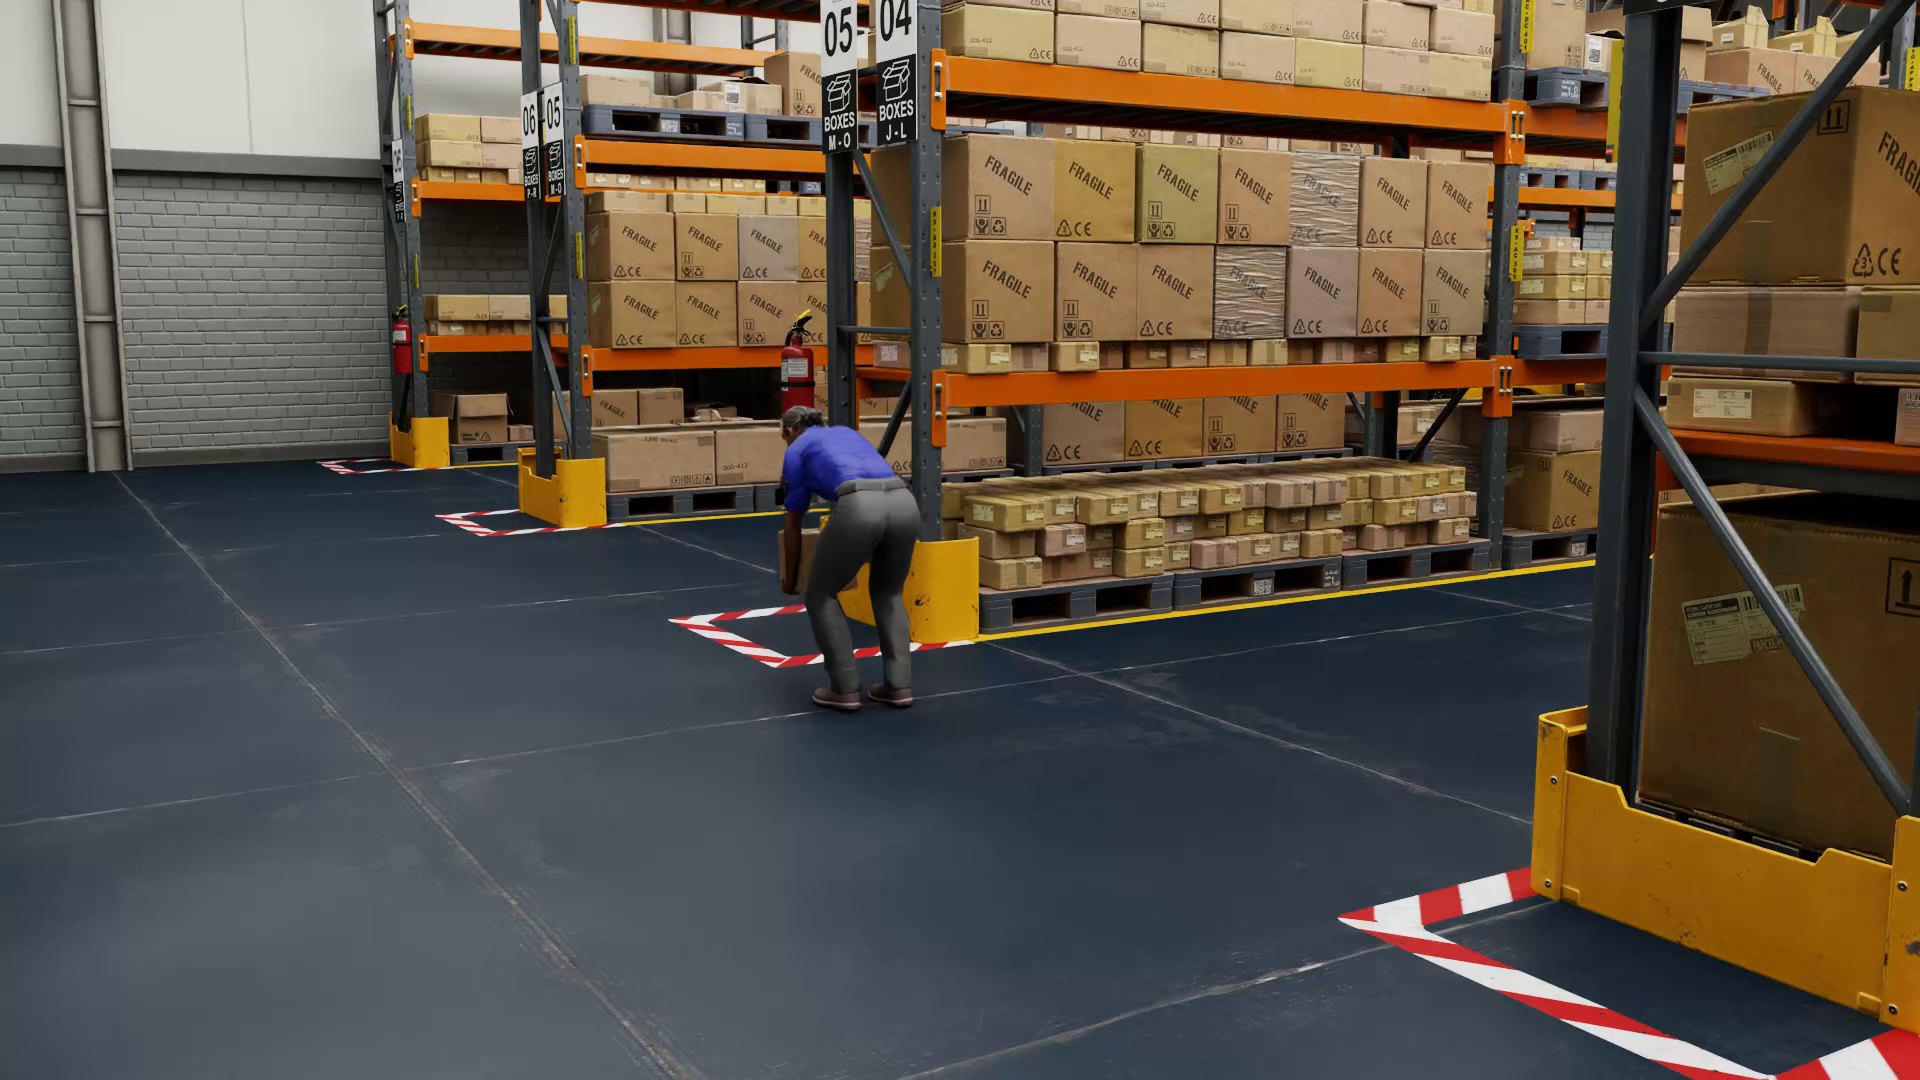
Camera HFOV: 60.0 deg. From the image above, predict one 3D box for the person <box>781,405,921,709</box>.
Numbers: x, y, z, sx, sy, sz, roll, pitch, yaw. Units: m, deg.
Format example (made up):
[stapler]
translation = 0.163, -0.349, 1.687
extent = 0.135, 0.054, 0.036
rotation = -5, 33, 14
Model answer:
[person]
translation = -0.490, 0.064, 6.948
extent = 0.425, 1.221, 0.824
rotation = -5, 10, -33
